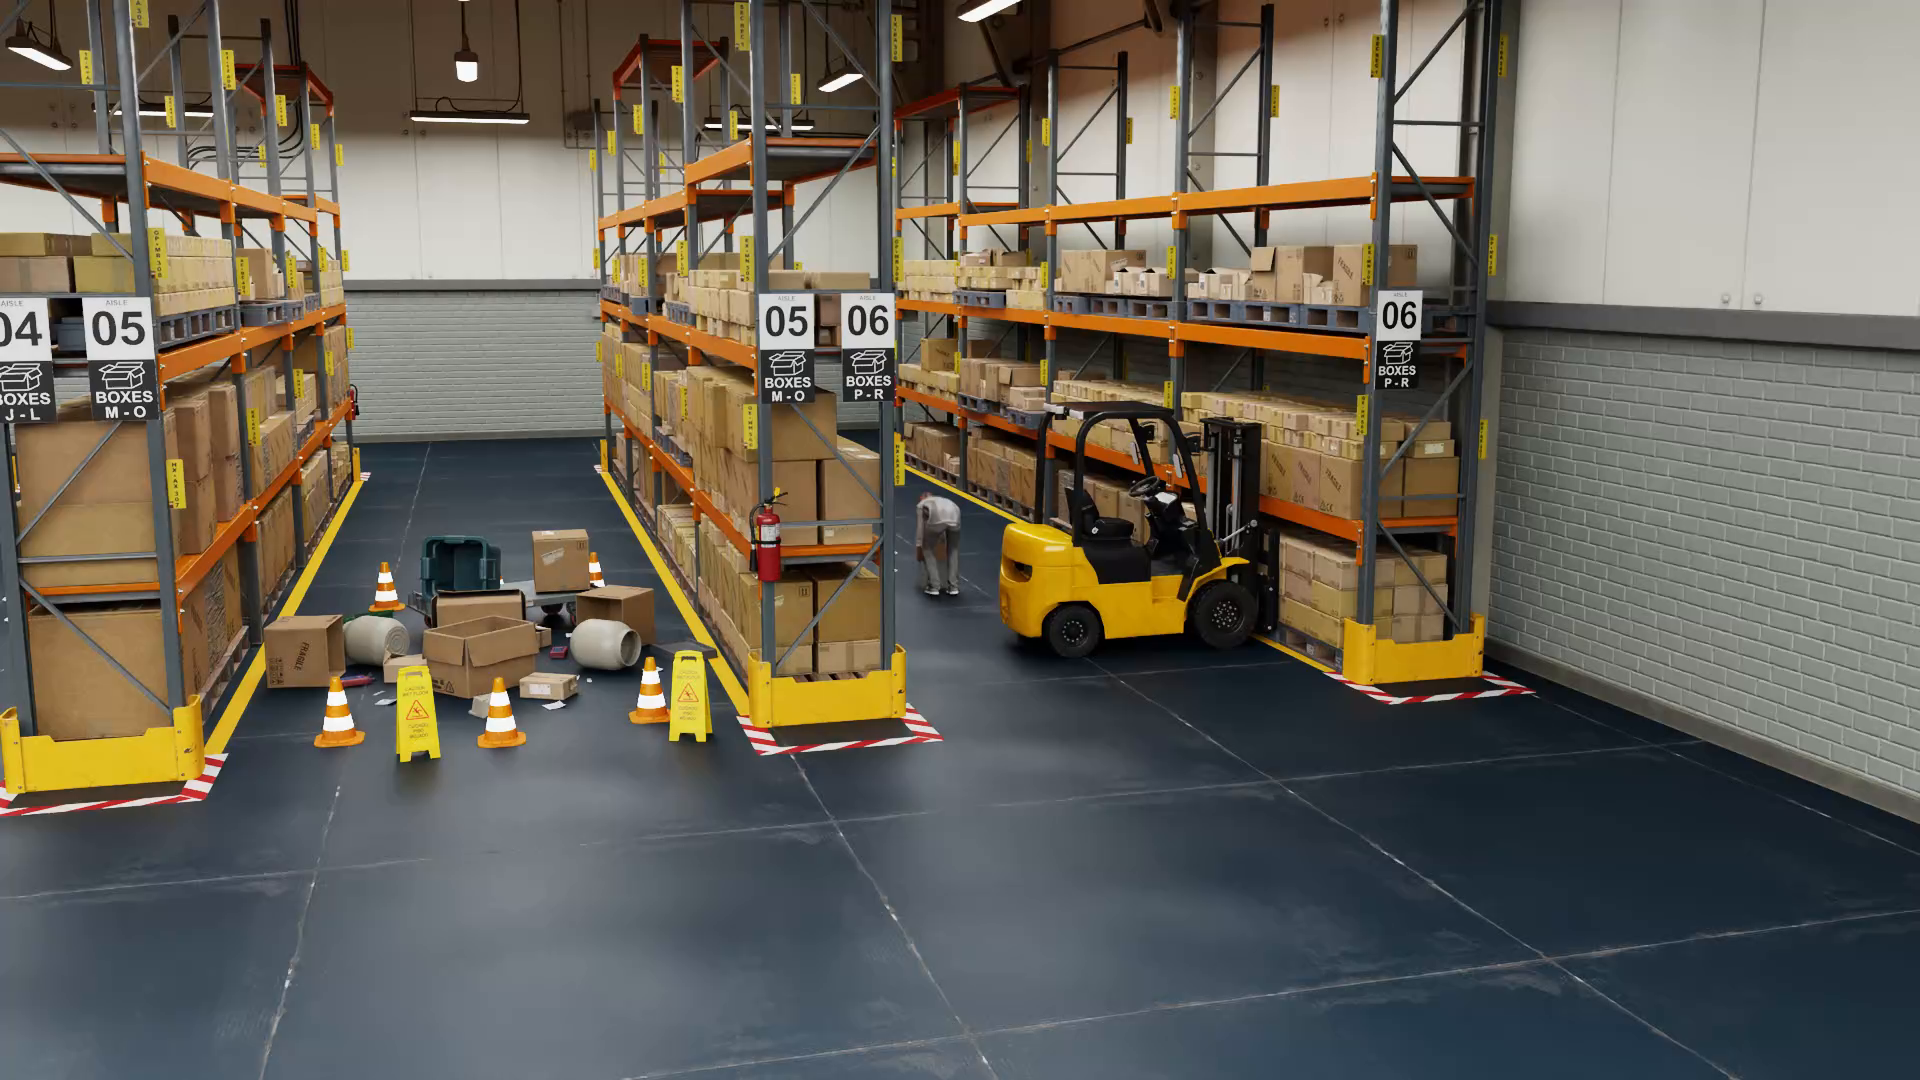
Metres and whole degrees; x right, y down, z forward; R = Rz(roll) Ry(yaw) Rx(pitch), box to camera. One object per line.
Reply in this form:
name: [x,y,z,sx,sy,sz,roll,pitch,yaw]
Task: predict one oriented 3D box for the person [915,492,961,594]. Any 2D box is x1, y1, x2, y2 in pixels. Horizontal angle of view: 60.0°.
person: [-0.246,0.038,17.467,0.389,1.013,0.868,-3,10,-18]
